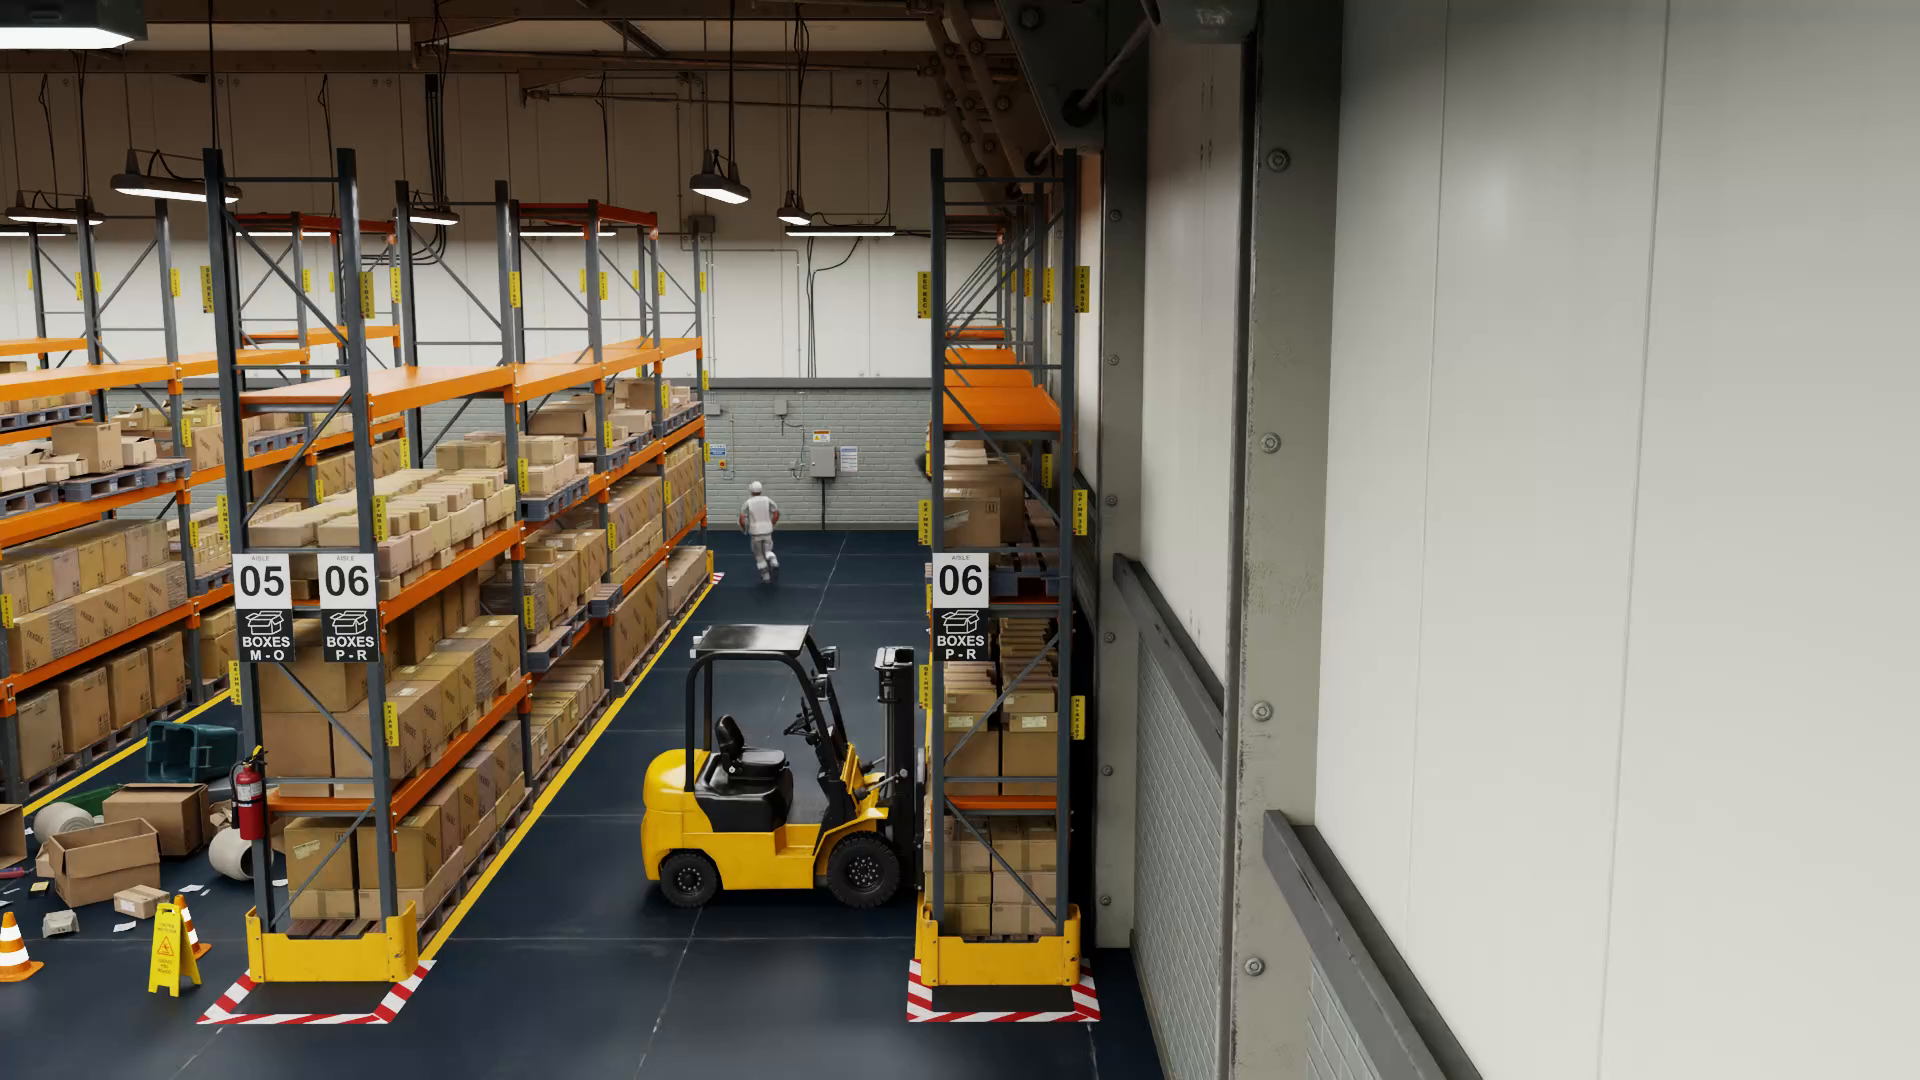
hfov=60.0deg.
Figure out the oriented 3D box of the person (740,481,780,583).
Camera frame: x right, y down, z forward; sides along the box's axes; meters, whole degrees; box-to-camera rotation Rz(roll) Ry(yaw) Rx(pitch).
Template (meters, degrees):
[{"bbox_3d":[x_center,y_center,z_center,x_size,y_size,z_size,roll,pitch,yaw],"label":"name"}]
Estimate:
[{"bbox_3d":[-3.342,-0.108,27.739,0.677,1.747,0.604,-4,10,-23],"label":"person"}]
